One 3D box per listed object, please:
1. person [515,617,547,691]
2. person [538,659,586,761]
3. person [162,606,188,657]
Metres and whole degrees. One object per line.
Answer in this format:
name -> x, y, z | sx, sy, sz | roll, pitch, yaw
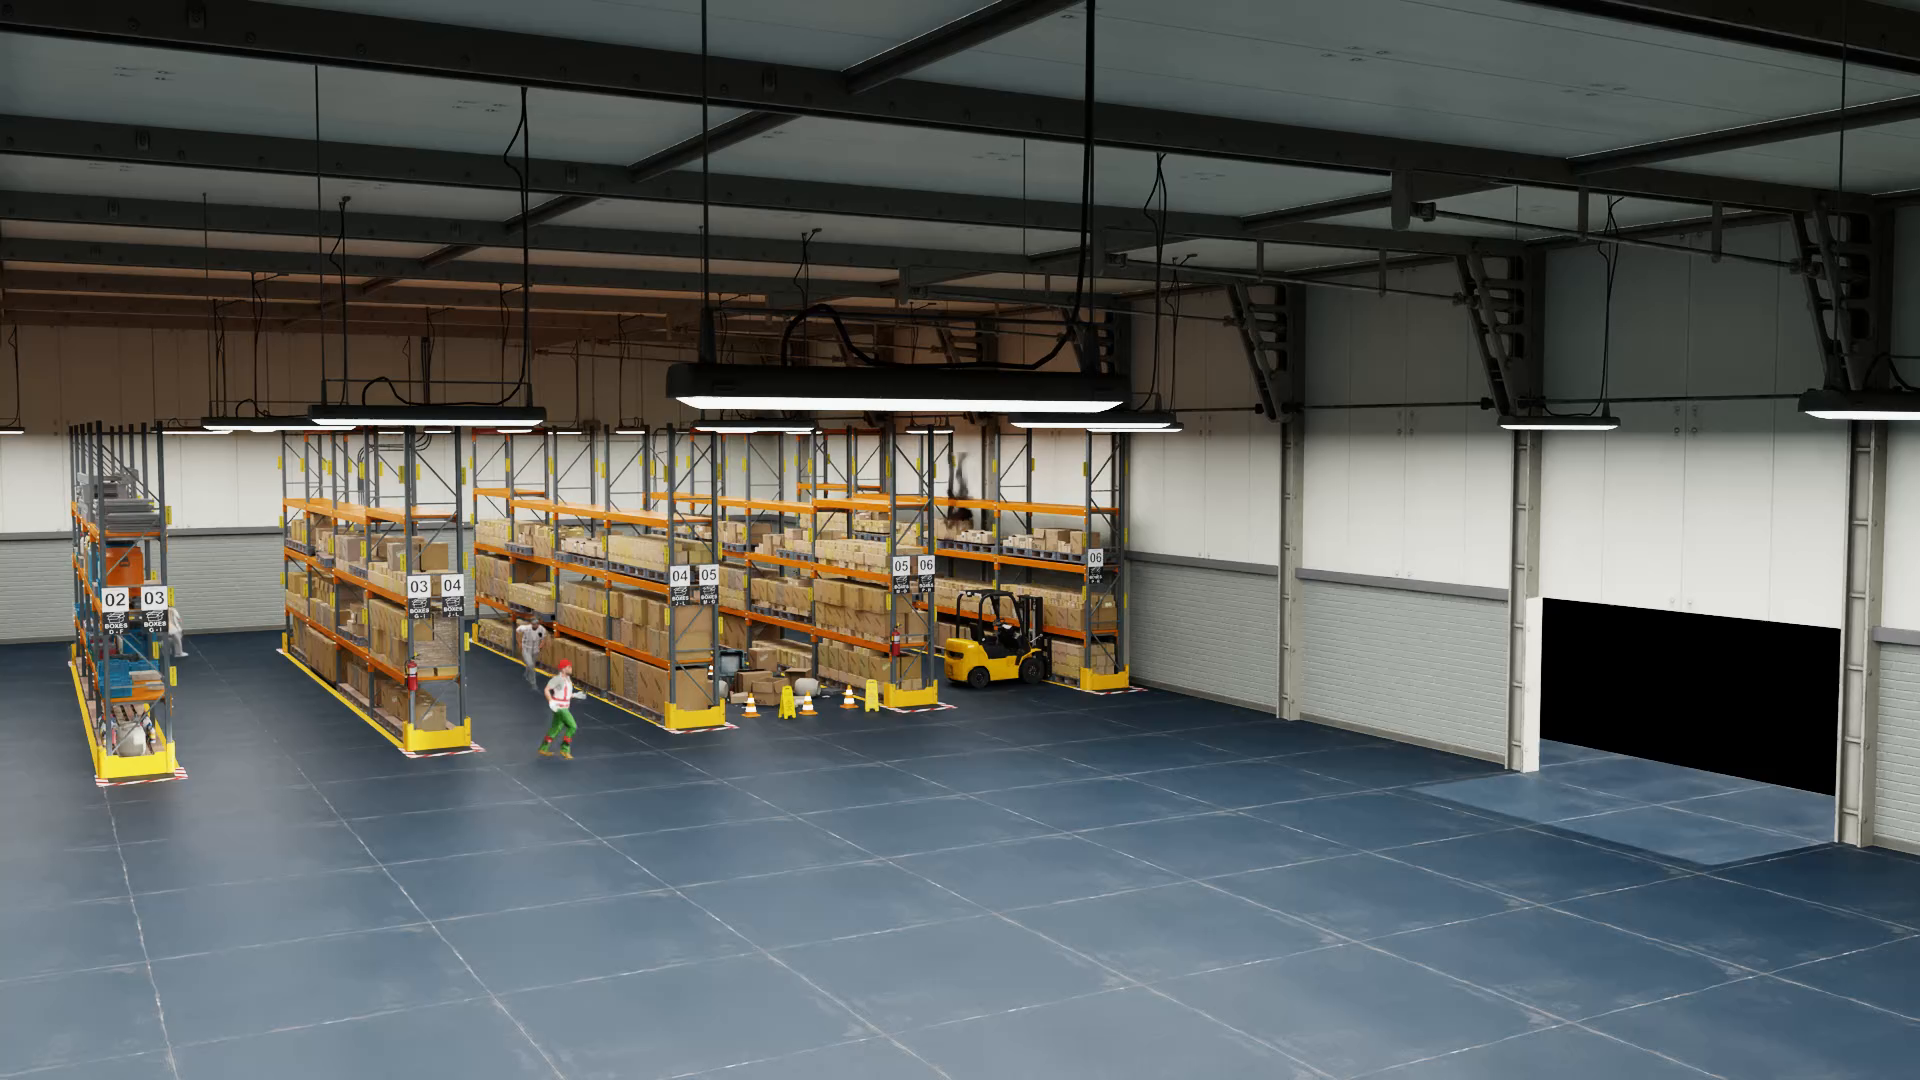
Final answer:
person -> -9.810, 2.559, 37.954 | 0.705, 1.692, 1.017 | -2, 4, -28
person -> -7.088, 3.028, 29.549 | 0.864, 1.824, 0.587 | 0, 4, -2
person -> -20.462, 2.210, 43.028 | 0.734, 1.696, 0.777 | 1, 4, 13
